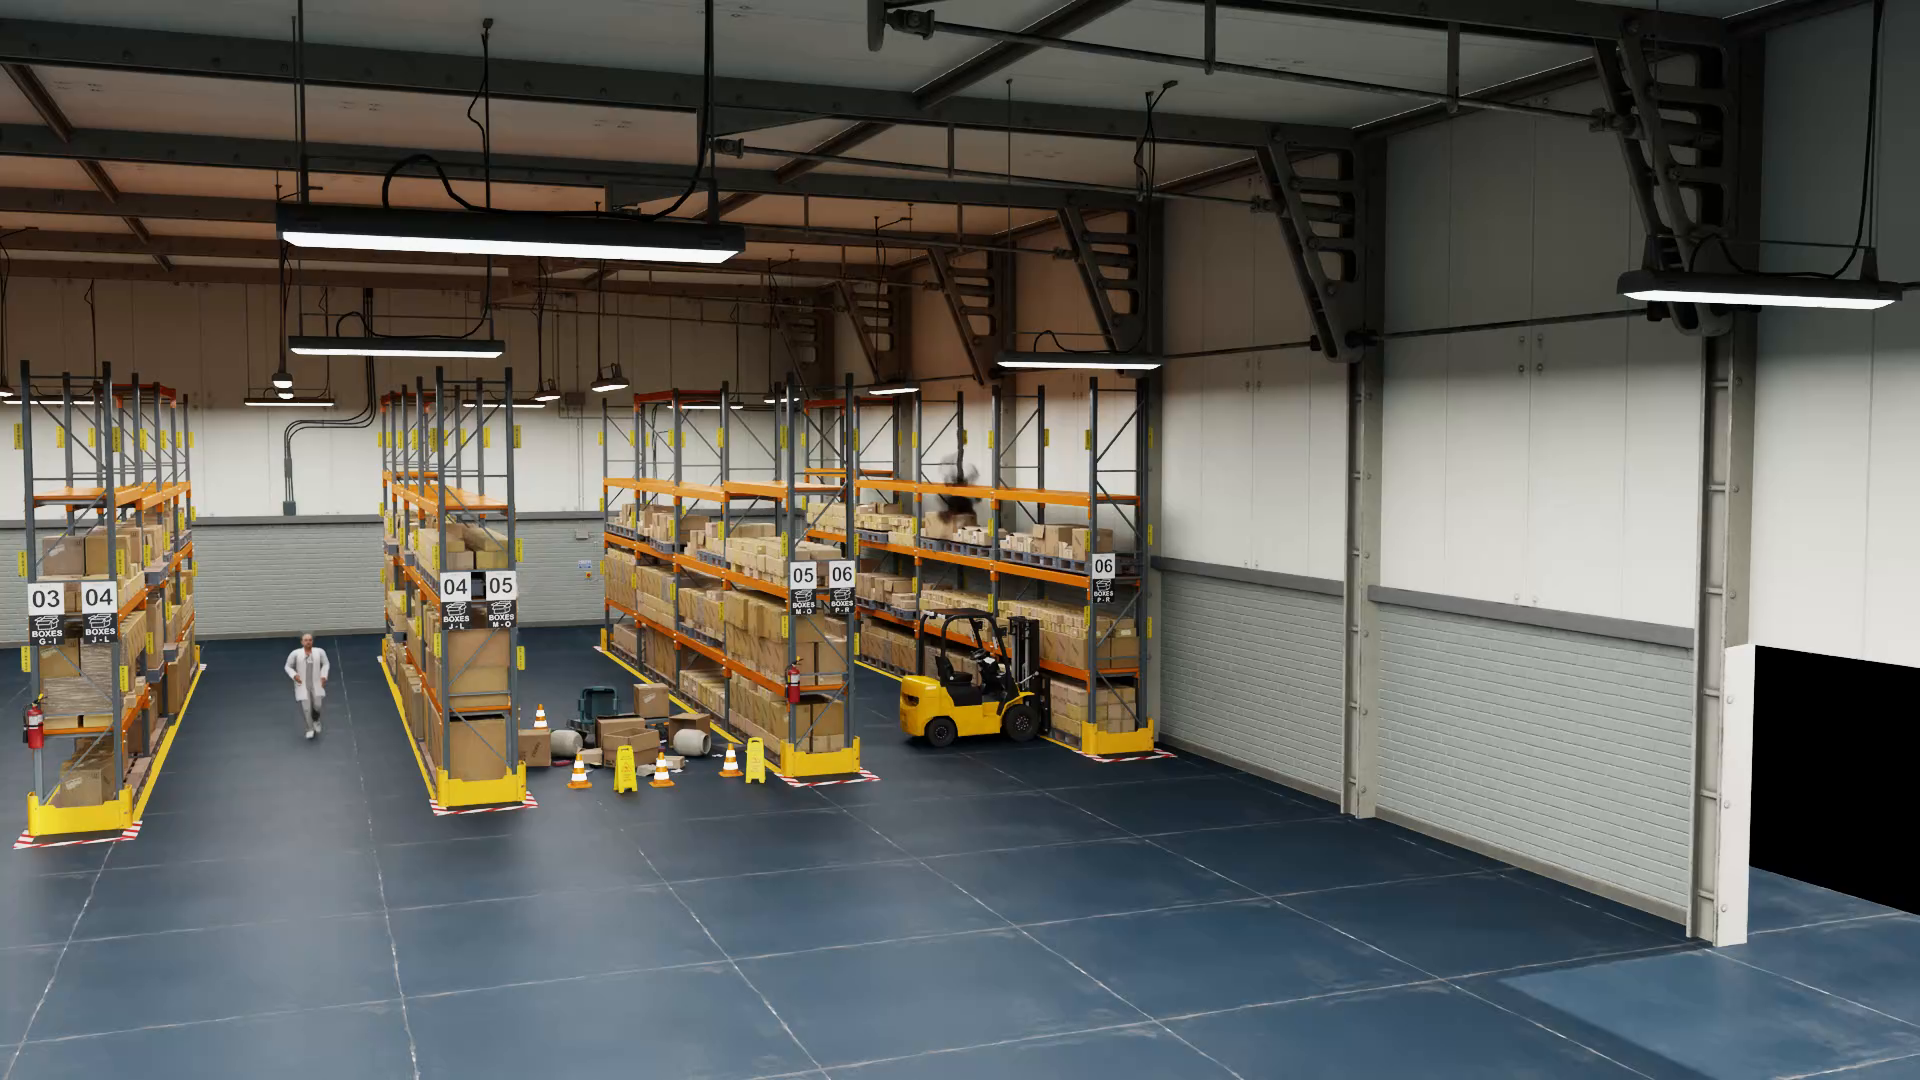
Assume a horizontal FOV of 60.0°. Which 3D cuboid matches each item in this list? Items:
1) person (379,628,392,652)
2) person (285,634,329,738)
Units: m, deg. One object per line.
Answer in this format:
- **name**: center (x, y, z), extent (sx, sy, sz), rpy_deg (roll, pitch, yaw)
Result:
- **person**: center (-13.266, 1.837, 39.018), extent (0.869, 1.602, 0.662), rpy_deg (0, 3, 2)
- **person**: center (-10.963, 2.449, 27.960), extent (0.716, 1.743, 0.630), rpy_deg (-2, 4, -26)
